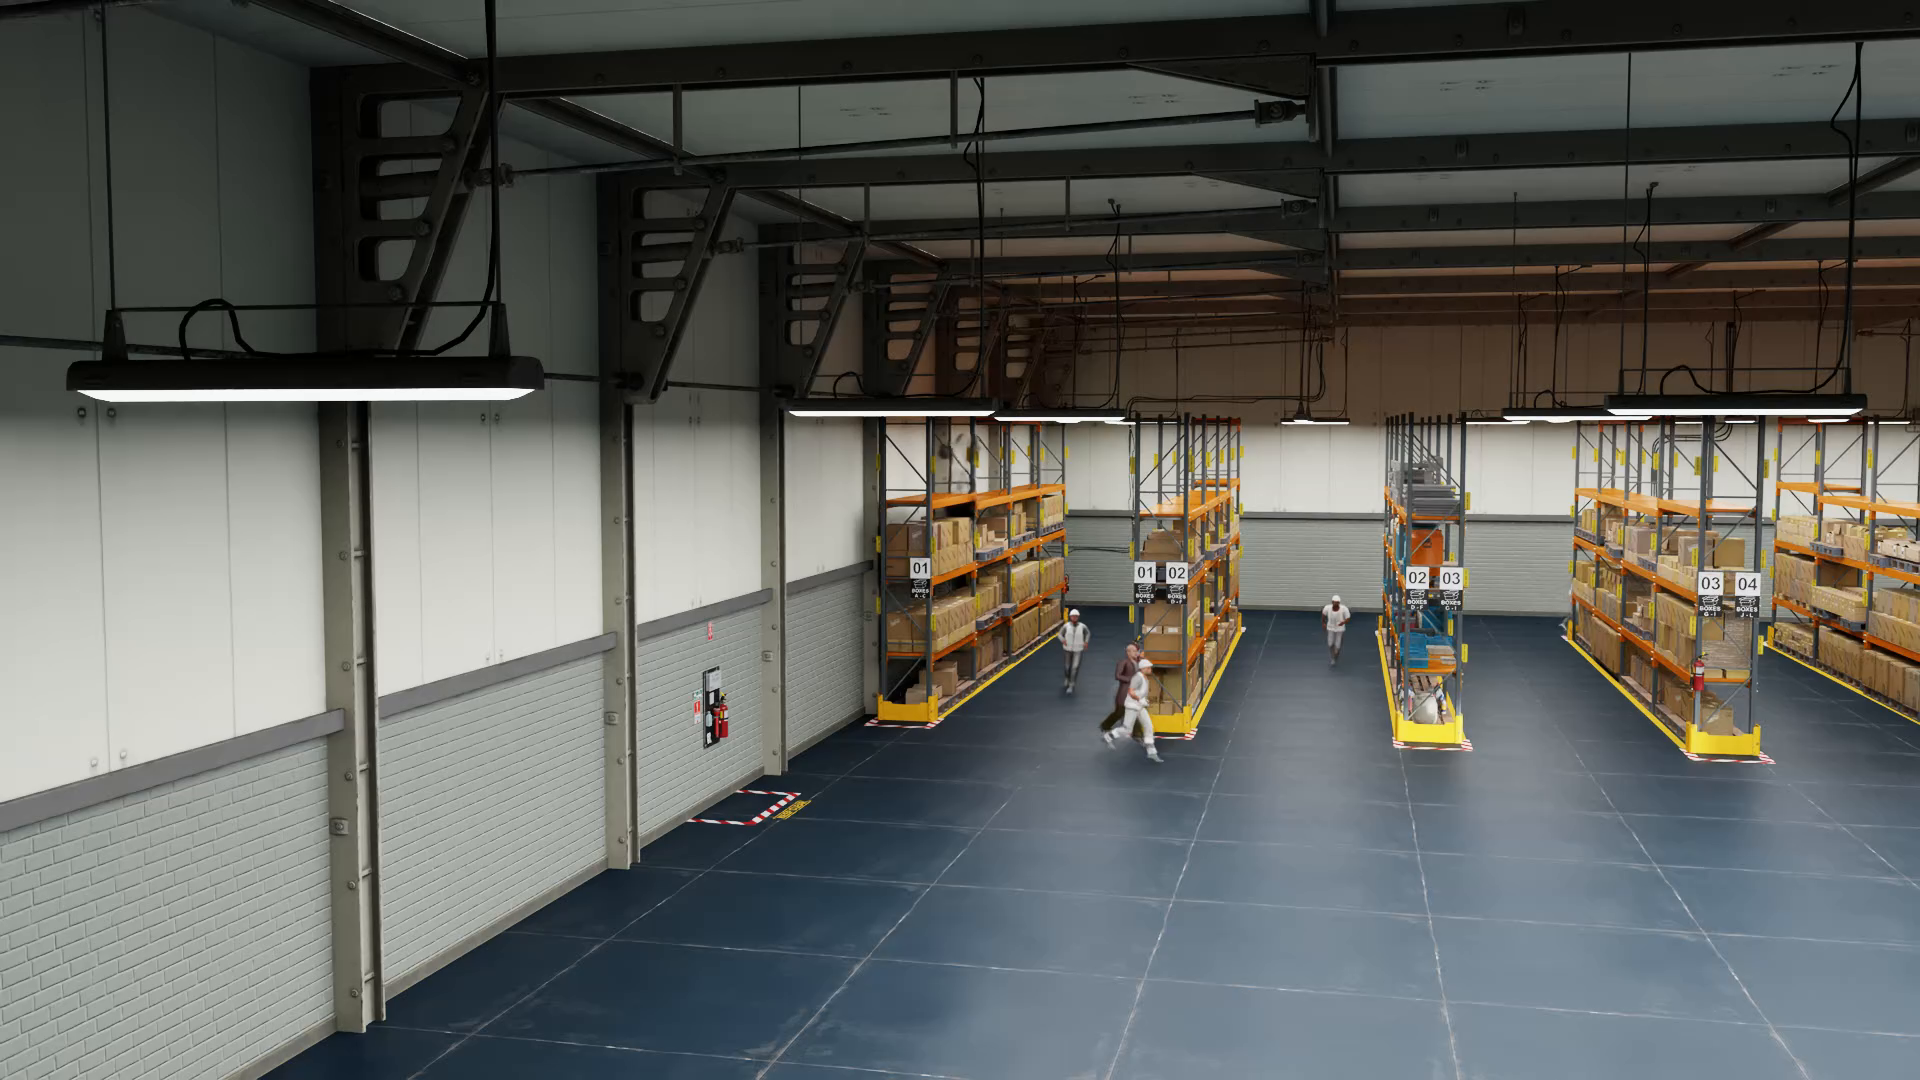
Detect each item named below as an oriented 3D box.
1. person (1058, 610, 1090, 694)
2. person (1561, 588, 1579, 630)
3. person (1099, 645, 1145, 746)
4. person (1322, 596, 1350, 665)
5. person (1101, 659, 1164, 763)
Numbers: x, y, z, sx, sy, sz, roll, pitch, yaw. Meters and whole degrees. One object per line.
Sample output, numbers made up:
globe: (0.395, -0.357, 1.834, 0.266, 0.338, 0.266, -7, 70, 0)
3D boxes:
person: (2.459, 2.392, 36.045, 0.698, 1.773, 0.976, 1, 4, 9)
person: (17.173, 1.798, 46.292, 0.851, 1.605, 0.567, 3, 5, 35)
person: (3.072, 2.783, 30.170, 0.719, 1.776, 1.057, -4, 5, -44)
person: (8.993, 2.167, 39.810, 0.663, 1.695, 0.692, 1, 4, 13)
person: (2.968, 2.914, 28.569, 1.132, 1.772, 0.660, 2, 4, 29)
